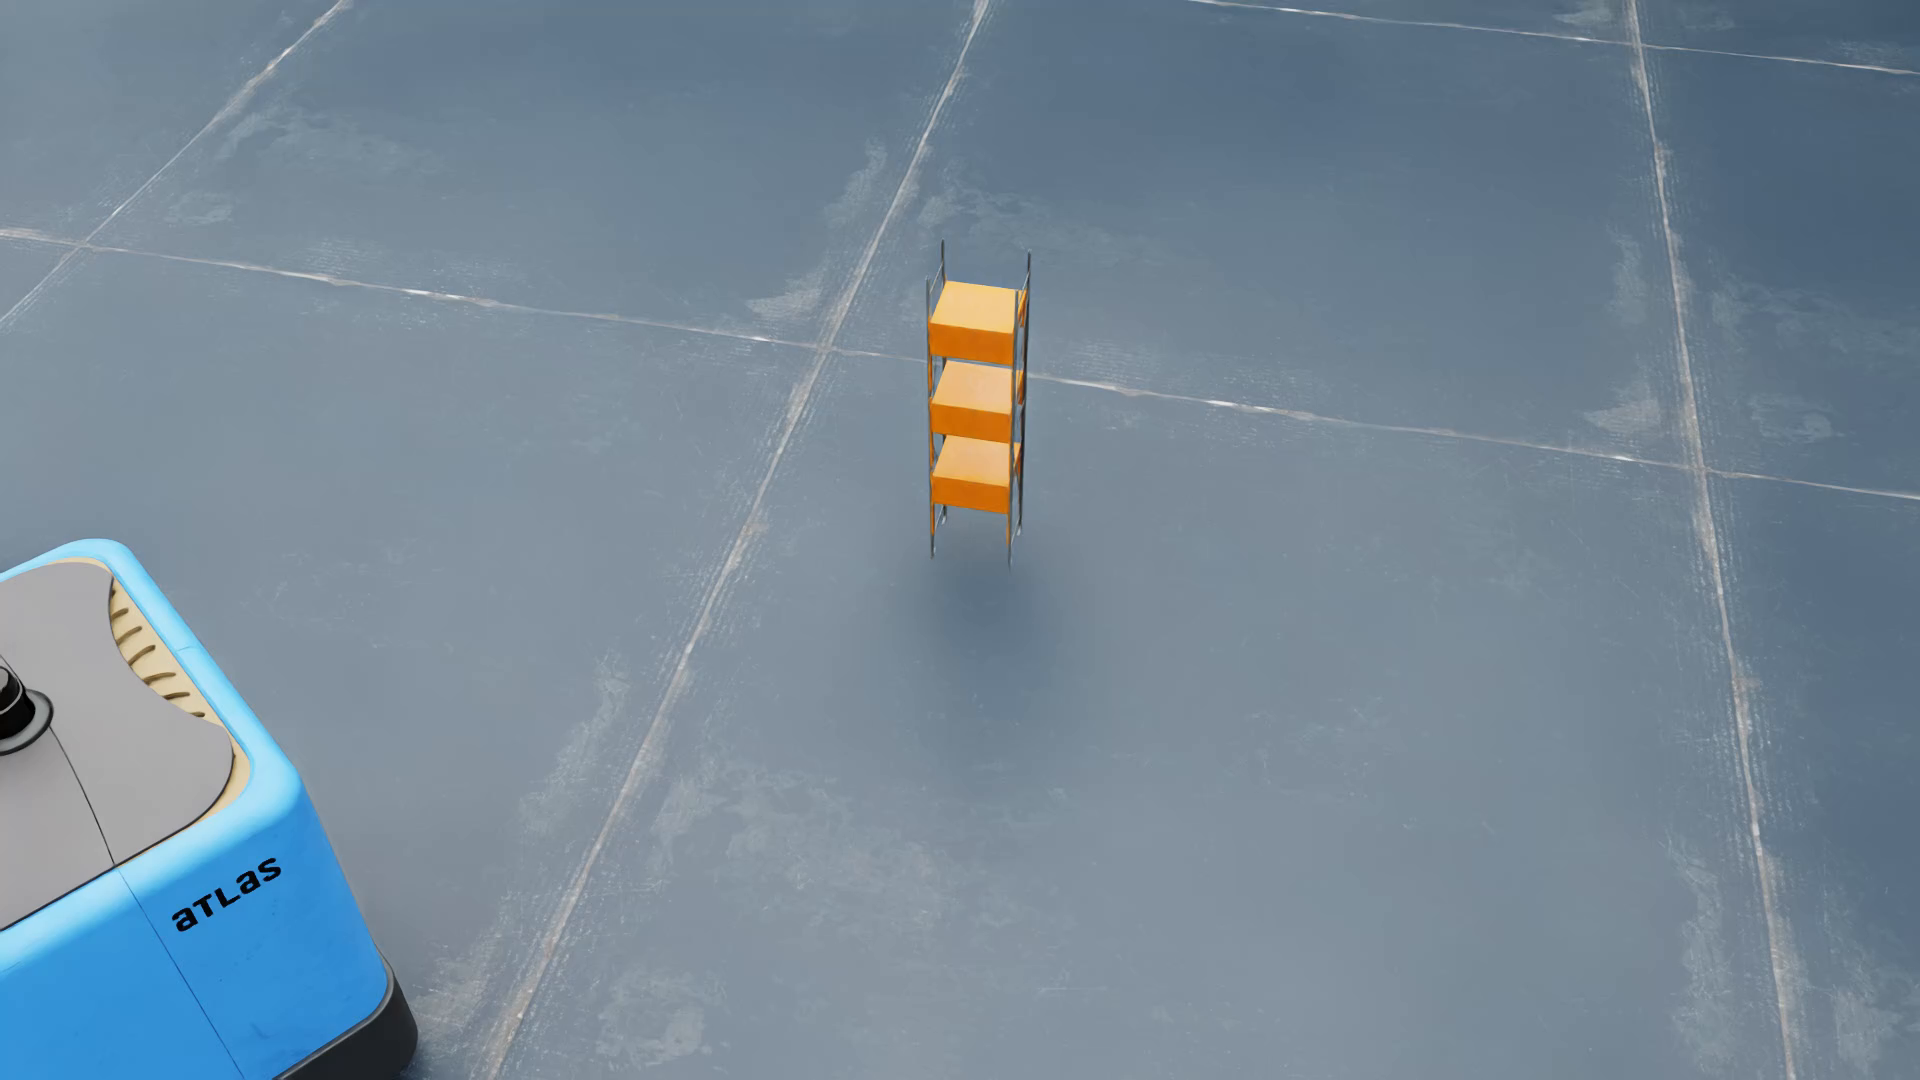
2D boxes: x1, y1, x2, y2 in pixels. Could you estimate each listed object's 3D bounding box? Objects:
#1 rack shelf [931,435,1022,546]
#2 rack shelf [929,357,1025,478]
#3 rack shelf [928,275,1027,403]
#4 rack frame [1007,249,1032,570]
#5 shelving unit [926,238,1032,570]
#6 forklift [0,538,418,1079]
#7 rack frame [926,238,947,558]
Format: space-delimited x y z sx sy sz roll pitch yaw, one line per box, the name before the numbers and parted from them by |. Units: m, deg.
rack shelf | 0.052 -0.162 5.078 0.240 0.259 0.215 9 45 9
rack shelf | 0.052 -0.363 4.885 0.240 0.259 0.215 9 45 9
rack shelf | 0.052 -0.567 4.688 0.240 0.259 0.215 9 45 9
rack frame | 0.171 -0.352 4.858 0.008 1.050 0.200 9 45 9
shelving unit | 0.052 -0.370 4.877 0.252 1.050 0.215 9 45 9
forklift | -2.714 0.616 2.496 3.031 2.935 1.130 -32 52 -29
rack frame | -0.067 -0.389 4.897 0.008 1.050 0.200 9 45 9
